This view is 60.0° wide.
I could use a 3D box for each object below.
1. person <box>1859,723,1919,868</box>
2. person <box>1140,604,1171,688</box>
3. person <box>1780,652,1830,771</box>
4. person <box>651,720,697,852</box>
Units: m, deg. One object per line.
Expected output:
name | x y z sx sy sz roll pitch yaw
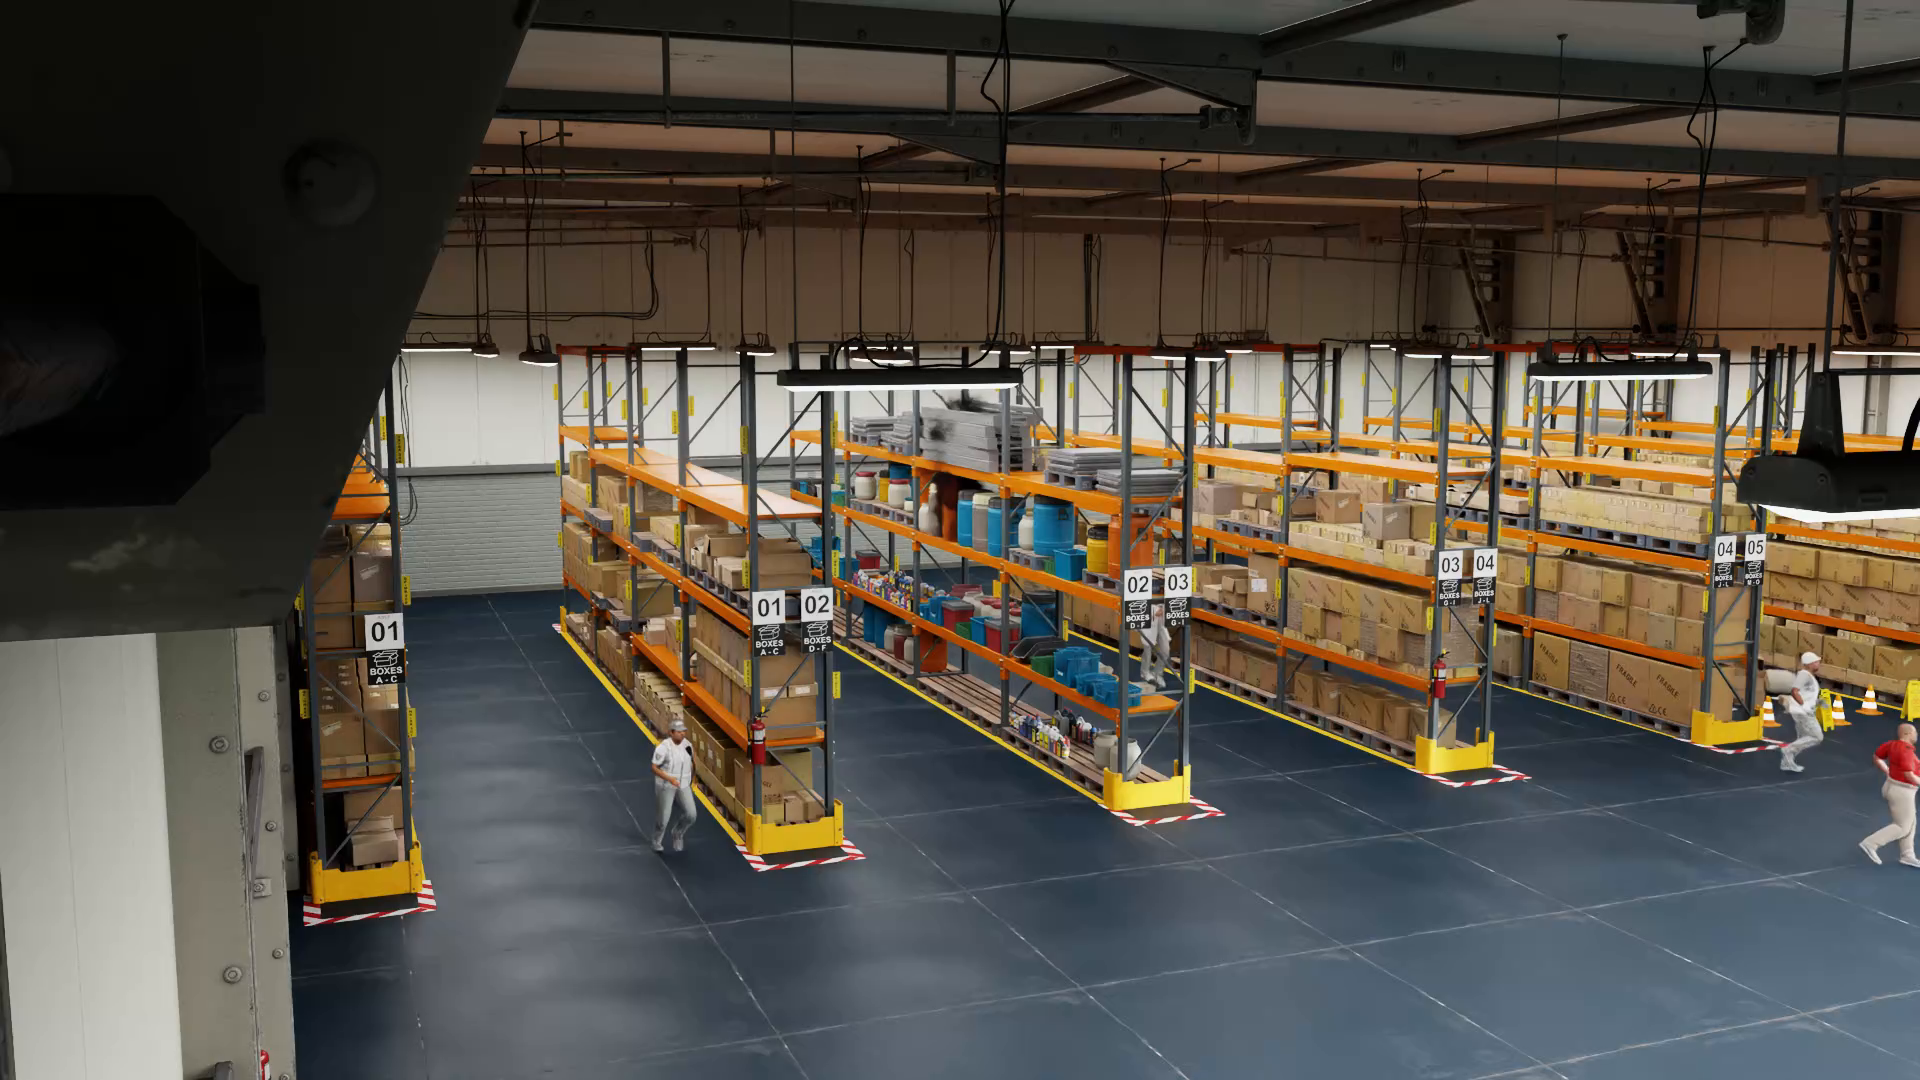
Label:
person | 11.023 3.010 19.573 0.839 1.739 0.687 1 7 7
person | 3.352 1.590 28.376 0.688 1.871 0.743 -4 8 -29
person | 12.155 2.458 23.876 0.594 1.710 0.645 4 8 26
person | -3.420 2.982 20.112 0.666 1.637 0.611 -5 9 -36
